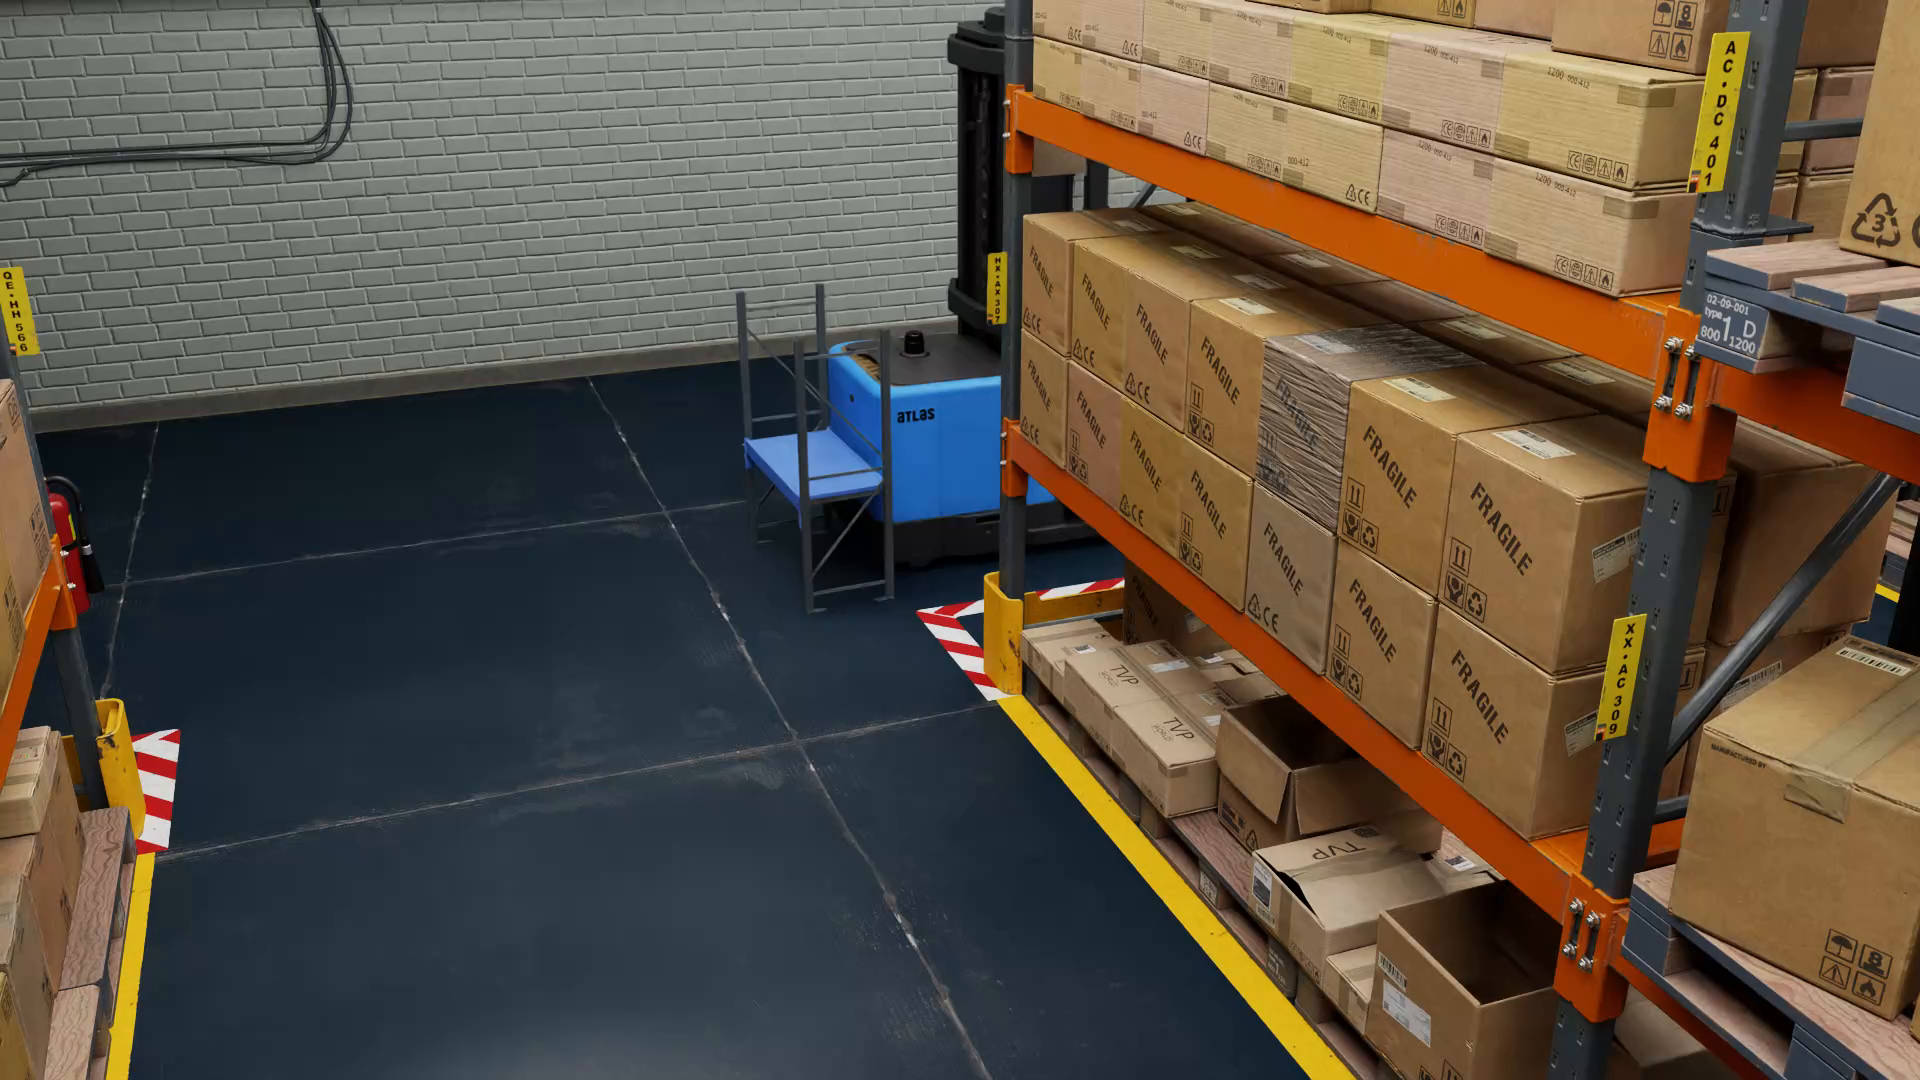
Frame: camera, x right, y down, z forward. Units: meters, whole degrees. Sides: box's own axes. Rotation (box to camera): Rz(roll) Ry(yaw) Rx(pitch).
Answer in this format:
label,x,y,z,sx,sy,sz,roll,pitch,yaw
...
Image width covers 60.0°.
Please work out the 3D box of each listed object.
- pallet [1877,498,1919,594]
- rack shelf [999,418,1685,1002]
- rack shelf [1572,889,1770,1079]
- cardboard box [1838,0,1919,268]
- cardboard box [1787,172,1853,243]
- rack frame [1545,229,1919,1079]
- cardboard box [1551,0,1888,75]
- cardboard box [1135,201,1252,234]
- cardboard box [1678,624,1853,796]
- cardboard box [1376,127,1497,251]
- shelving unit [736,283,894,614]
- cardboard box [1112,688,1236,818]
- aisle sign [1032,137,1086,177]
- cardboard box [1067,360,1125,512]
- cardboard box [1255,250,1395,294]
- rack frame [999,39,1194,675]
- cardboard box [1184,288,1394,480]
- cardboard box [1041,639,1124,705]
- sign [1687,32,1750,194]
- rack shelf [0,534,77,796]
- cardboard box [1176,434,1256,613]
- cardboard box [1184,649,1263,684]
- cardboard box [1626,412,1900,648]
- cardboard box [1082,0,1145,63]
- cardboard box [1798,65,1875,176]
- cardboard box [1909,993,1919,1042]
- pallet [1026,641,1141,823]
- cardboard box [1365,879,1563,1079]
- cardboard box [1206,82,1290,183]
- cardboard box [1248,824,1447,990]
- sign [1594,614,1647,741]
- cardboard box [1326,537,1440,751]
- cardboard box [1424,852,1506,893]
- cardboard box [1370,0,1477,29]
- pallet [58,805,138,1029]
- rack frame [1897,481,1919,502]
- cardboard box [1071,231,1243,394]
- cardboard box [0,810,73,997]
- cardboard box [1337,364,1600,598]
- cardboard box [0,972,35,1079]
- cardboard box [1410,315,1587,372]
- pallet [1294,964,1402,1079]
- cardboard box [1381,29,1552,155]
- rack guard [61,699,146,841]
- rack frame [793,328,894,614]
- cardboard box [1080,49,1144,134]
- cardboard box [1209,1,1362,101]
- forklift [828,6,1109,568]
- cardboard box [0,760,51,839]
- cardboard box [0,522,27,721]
label,x,y,z,sx,sy,sz,roll,pitch,yaw
pallet,5.568,0.111,9.214,1.003,0.211,1.213,-8,24,-19
rack shelf,1.384,0.258,6.202,1.077,0.370,4.000,-8,24,-19
rack shelf,2.797,1.711,2.754,1.077,0.370,4.000,-8,24,-19
cardboard box,2.199,-0.822,3.177,0.600,0.600,0.600,-11,25,-24
cardboard box,2.150,-0.871,4.285,0.500,0.250,0.500,-8,24,-19
rack frame,2.090,0.653,4.338,1.000,3.000,0.127,-8,24,-19
cardboard box,1.883,-1.407,3.949,0.700,0.500,0.500,-8,24,-19
cardboard box,1.092,-1.183,7.279,0.500,0.500,0.500,-9,24,-19
cardboard box,2.165,0.384,4.847,0.500,0.500,0.500,-8,24,-18
cardboard box,1.503,-0.983,4.552,0.500,0.250,0.500,-8,24,-19
shelving unit,-0.792,-0.522,9.056,0.538,1.500,1.048,-10,25,-21
cardboard box,0.957,0.864,6.812,0.500,0.250,0.500,-8,24,-19
aisle sign,0.379,-1.983,7.245,0.394,0.787,0.004,-8,24,-19
cardboard box,0.775,-0.462,6.856,0.500,0.500,0.500,-9,24,-20
cardboard box,1.459,-0.812,6.398,0.500,0.500,0.500,-8,24,-18
rack frame,0.677,-0.800,7.787,1.000,3.000,0.127,-8,24,-19
cardboard box,1.132,-0.554,5.786,0.500,0.500,0.500,-9,24,-19
cardboard box,0.592,0.593,7.563,0.380,0.166,0.250,-8,24,-19
sign,1.585,-0.890,3.472,0.100,0.325,0.005,-8,24,-19
rack shelf,-3.249,0.939,4.586,1.077,0.370,4.000,-8,24,-19
cardboard box,1.124,-0.098,5.991,0.500,0.500,0.500,-8,24,-18
cardboard box,1.159,0.626,7.485,0.380,0.166,0.250,-8,24,-19
cardboard box,2.187,-0.064,4.623,0.500,0.500,0.500,-8,24,-18
cardboard box,0.785,-1.939,6.175,0.500,0.250,0.500,-8,24,-19
cardboard box,2.151,-1.101,4.188,0.500,0.250,0.500,-8,24,-19
cardboard box,2.351,0.857,3.184,0.700,0.500,0.500,-5,23,-11
pallet,0.987,0.802,7.576,1.003,0.211,1.213,-8,24,-19
cardboard box,1.624,1.434,5.137,0.500,0.500,0.500,-8,24,-19
cardboard box,1.146,-1.346,5.413,0.500,0.250,0.500,-8,24,-19
cardboard box,1.359,1.249,5.821,0.500,0.311,0.500,-8,24,-19
sign,1.585,0.331,3.987,0.100,0.325,0.005,-8,24,-19
cardboard box,1.490,0.273,5.110,0.500,0.500,0.500,-8,24,-17
cardboard box,1.830,1.261,5.978,0.380,0.166,0.250,-8,24,-19
cardboard box,1.657,-1.789,4.855,0.700,0.500,0.500,-8,24,-19
pallet,-3.600,1.446,6.049,1.003,0.211,1.213,-8,24,-19
rack frame,5.313,-1.479,9.396,1.000,3.000,0.127,-8,24,-19
cardboard box,0.779,-0.921,6.656,0.500,0.500,0.500,-8,24,-18
cardboard box,-3.438,1.262,5.573,0.700,0.500,0.500,-8,24,-19
cardboard box,1.486,-0.188,4.917,0.500,0.500,0.500,-9,24,-20
cardboard box,-3.064,1.637,4.682,0.700,0.500,0.500,-8,24,-18
cardboard box,1.823,-0.438,5.510,0.500,0.500,0.500,-9,25,-21
pallet,1.849,1.689,5.472,1.003,0.211,1.213,-8,24,-19
cardboard box,1.491,-1.212,4.451,0.500,0.250,0.500,-8,24,-19
rack guard,-3.964,1.024,6.677,1.175,0.500,0.348,-8,24,-19
rack frame,-0.592,-0.340,8.626,0.500,1.500,0.032,-10,25,-21
cardboard box,0.786,-1.708,6.272,0.500,0.250,0.500,-8,24,-19
cardboard box,1.141,-1.576,5.314,0.500,0.250,0.500,-8,24,-19
forklift,0.789,-1.534,9.616,3.031,2.935,1.130,-8,24,-19
cardboard box,-3.308,0.895,5.606,0.380,0.149,0.250,-8,24,-18
cardboard box,-3.499,0.189,5.053,0.980,0.700,0.700,-9,24,-19
